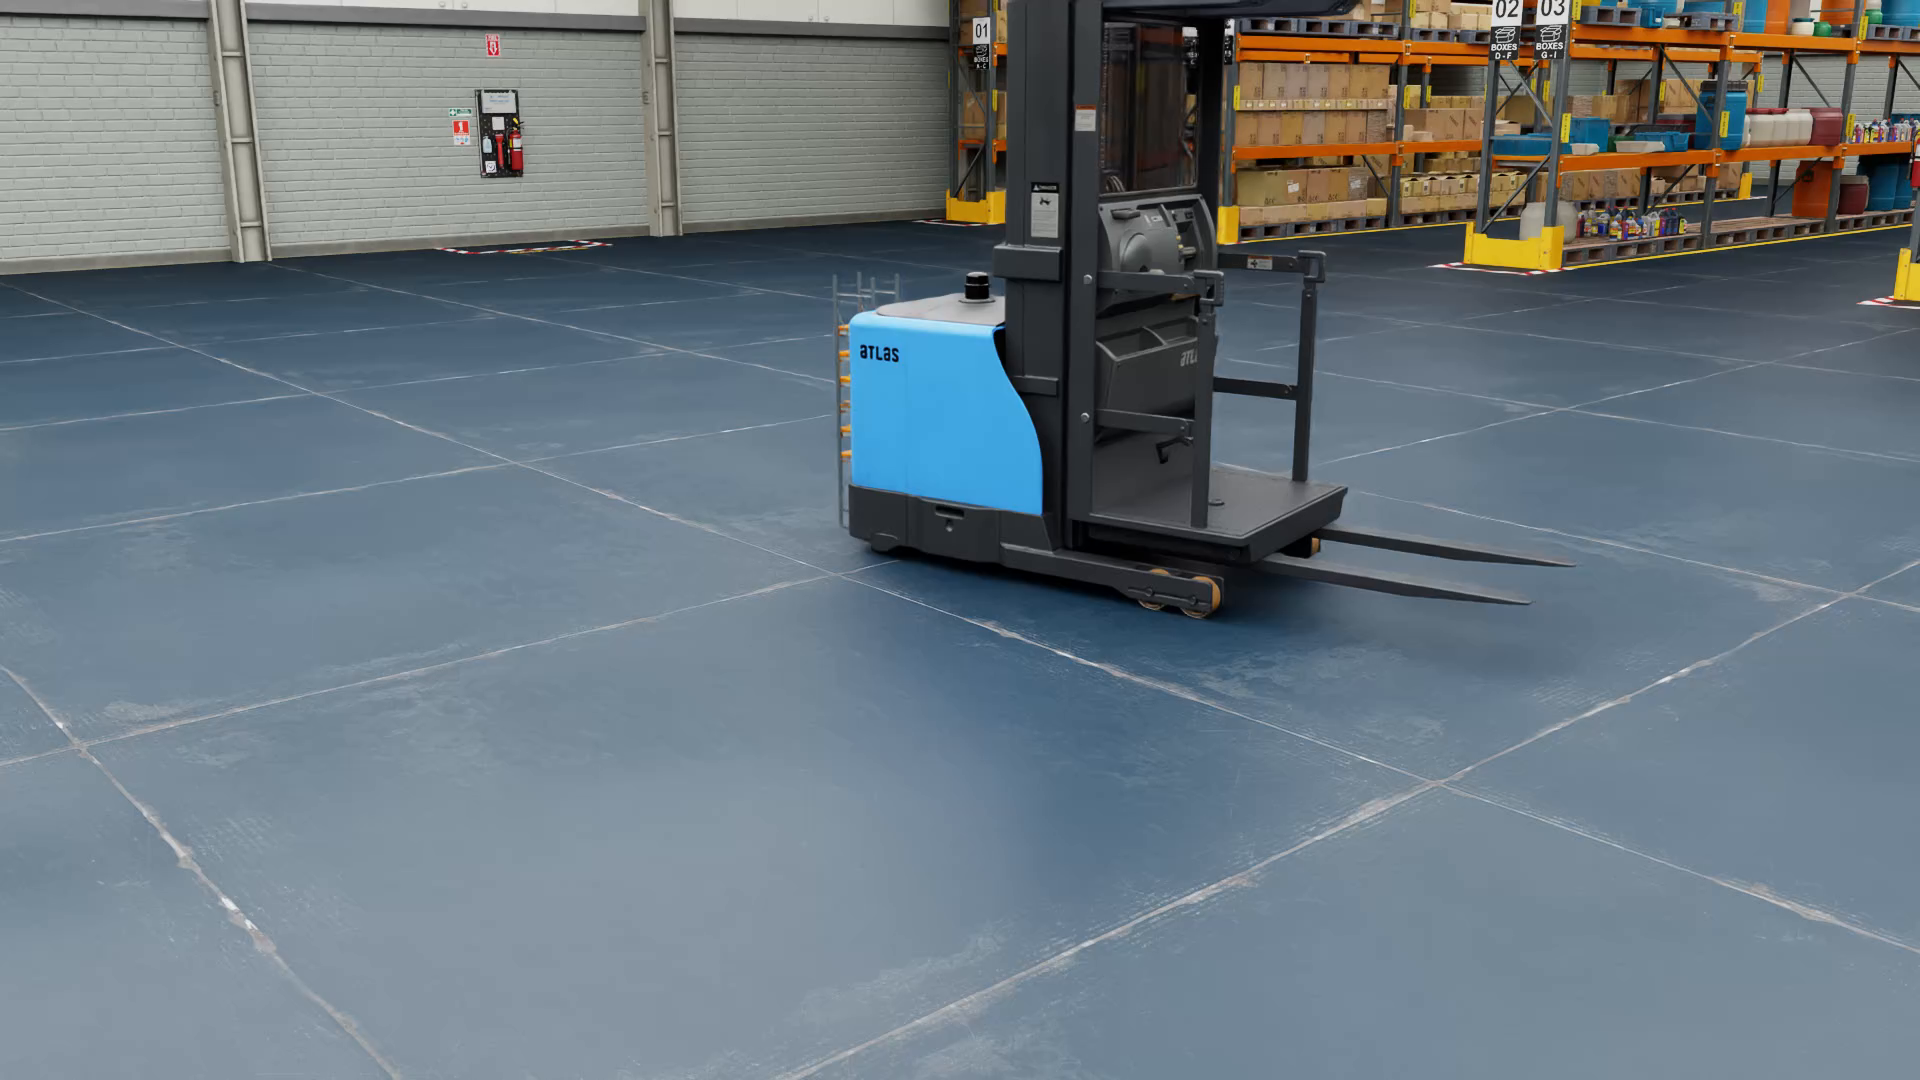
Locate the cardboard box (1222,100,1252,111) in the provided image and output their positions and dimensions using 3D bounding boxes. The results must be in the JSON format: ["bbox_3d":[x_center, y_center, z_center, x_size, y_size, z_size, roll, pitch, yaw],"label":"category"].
[{"bbox_3d":[3.890,-6.127,23.426,0.250,0.149,0.380,-13,20,-40],"label":"cardboard box"}]

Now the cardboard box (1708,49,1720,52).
[{"bbox_3d":[14.167,-9.439,31.751,0.500,0.250,0.500,-13,19,-39],"label":"cardboard box"}]

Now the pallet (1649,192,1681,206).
[{"bbox_3d":[13.024,-6.543,31.836,1.213,0.211,1.003,-13,19,-39],"label":"pallet"}]

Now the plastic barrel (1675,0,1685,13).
[{"bbox_3d":[9.265,-7.125,21.769,0.421,0.512,0.421,0,15,0],"label":"plastic barrel"}]

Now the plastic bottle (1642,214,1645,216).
[{"bbox_3d":[8.947,-4.117,21.762,0.133,0.283,0.061,-13,19,-39],"label":"plastic bottle"}]

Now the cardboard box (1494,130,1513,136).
[{"bbox_3d":[8.990,-6.769,27.765,0.250,0.149,0.380,-13,19,-39],"label":"cardboard box"}]

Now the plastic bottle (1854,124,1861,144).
[{"bbox_3d":[13.553,-6.132,25.121,0.133,0.283,0.061,-13,19,-39],"label":"plastic bottle"}]

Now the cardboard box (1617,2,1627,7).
[{"bbox_3d":[11.587,-9.334,29.868,0.600,0.600,0.600,-13,20,-40],"label":"cardboard box"}]

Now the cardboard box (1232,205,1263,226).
[{"bbox_3d":[4.003,-4.663,23.909,0.500,0.250,0.500,-13,19,-39],"label":"cardboard box"}]

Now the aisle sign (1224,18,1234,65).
[{"bbox_3d":[3.604,-6.926,22.830,0.004,0.787,0.394,-13,19,-39],"label":"aisle sign"}]

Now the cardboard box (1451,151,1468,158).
[{"bbox_3d":[10.654,-8.264,35.649,0.250,0.149,0.380,-13,20,-41],"label":"cardboard box"}]

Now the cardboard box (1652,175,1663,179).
[{"bbox_3d":[13.314,-6.966,32.375,0.500,0.311,0.500,-13,19,-39],"label":"cardboard box"}]

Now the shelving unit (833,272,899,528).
[{"bbox_3d":[-0.431,-0.647,7.844,0.258,1.200,0.189,10,18,33],"label":"shelving unit"}]

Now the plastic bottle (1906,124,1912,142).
[{"bbox_3d":[15.013,-6.472,26.408,0.135,0.276,0.152,-13,19,-39],"label":"plastic bottle"}]

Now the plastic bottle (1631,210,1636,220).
[{"bbox_3d":[9.191,-4.380,22.768,0.097,0.271,0.097,0,15,0],"label":"plastic bottle"}]

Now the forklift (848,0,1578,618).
[{"bbox_3d":[0.999,-1.261,6.793,3.031,2.935,1.130,10,18,33],"label":"forklift"}]

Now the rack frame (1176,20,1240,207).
[{"bbox_3d":[3.452,-5.741,23.431,0.127,3.000,1.000,-13,19,-39],"label":"rack frame"}]

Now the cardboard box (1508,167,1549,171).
[{"bbox_3d":[10.079,-6.678,29.476,0.500,0.250,0.500,-12,19,-37],"label":"cardboard box"}]

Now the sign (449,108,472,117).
[{"bbox_3d":[-6.733,-5.763,22.416,0.331,0.109,0.001,-13,19,-39],"label":"sign"}]

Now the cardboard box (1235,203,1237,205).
[{"bbox_3d":[4.032,-4.851,24.613,0.500,0.250,0.500,-13,19,-39],"label":"cardboard box"}]

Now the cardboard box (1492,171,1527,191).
[{"bbox_3d":[9.254,-6.105,28.221,0.500,0.311,0.500,-12,19,-38],"label":"cardboard box"}]

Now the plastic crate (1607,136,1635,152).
[{"bbox_3d":[8.509,-5.176,21.727,0.662,0.188,0.450,-13,19,-39],"label":"plastic crate"}]

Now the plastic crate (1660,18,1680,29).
[{"bbox_3d":[8.773,-6.425,20.689,0.396,0.136,0.243,-13,19,-39],"label":"plastic crate"}]

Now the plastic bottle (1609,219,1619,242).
[{"bbox_3d":[8.273,-3.917,21.036,0.097,0.271,0.097,0,15,0],"label":"plastic bottle"}]

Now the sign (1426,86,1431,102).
[{"bbox_3d":[9.614,-9.155,34.121,0.005,0.325,0.100,-13,19,-39],"label":"sign"}]

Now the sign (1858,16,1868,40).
[{"bbox_3d":[13.103,-7.424,24.122,0.005,0.325,0.100,-13,19,-39],"label":"sign"}]

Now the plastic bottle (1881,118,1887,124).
[{"bbox_3d":[15.245,-6.782,27.422,0.185,0.351,0.144,-13,19,-39],"label":"plastic bottle"}]

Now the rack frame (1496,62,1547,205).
[{"bbox_3d":[9.487,-7.096,28.504,0.127,3.000,1.000,-13,19,-39],"label":"rack frame"}]

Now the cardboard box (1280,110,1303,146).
[{"bbox_3d":[4.584,-6.039,24.352,0.500,0.500,0.700,-12,19,-39],"label":"cardboard box"}]

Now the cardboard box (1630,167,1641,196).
[{"bbox_3d":[12.321,-6.639,30.785,0.500,0.500,0.500,-13,20,-40],"label":"cardboard box"}]

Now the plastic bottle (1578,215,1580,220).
[{"bbox_3d":[8.007,-4.107,21.737,0.135,0.276,0.152,-12,19,-39],"label":"plastic bottle"}]

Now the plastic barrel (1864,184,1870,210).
[{"bbox_3d":[14.313,-5.523,26.621,0.421,0.512,0.421,0,15,0],"label":"plastic barrel"}]

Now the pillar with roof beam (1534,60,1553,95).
[{"bbox_3d":[16.563,-12.101,35.617,0.400,9.000,9.100,-13,19,-39],"label":"pillar with roof beam"}]

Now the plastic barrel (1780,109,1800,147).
[{"bbox_3d":[11.783,-5.898,23.802,0.421,0.512,0.421,0,15,0],"label":"plastic barrel"}]

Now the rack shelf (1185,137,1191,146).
[{"bbox_3d":[4.724,-7.374,30.937,4.000,0.370,1.077,-13,19,-39],"label":"rack shelf"}]

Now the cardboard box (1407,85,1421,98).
[{"bbox_3d":[9.066,-9.173,34.016,0.500,0.250,0.500,-12,19,-38],"label":"cardboard box"}]

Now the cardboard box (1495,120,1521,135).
[{"bbox_3d":[9.184,-7.000,28.317,0.500,0.311,0.500,-11,19,-36],"label":"cardboard box"}]

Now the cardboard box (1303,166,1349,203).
[{"bbox_3d":[5.504,-5.366,25.089,0.500,0.500,0.500,-13,19,-39],"label":"cardboard box"}]

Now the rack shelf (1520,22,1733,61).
[{"bbox_3d":[8.210,-6.217,20.792,4.000,0.370,1.077,-13,19,-39],"label":"rack shelf"}]

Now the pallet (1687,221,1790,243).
[{"bbox_3d":[11.206,-4.455,24.019,1.213,0.211,1.003,-13,19,-39],"label":"pallet"}]

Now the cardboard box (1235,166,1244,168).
[{"bbox_3d":[4.903,-6.779,31.306,0.500,0.500,0.700,-13,20,-40],"label":"cardboard box"}]

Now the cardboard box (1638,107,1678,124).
[{"bbox_3d":[13.068,-7.856,31.153,0.500,0.500,0.500,-12,19,-38],"label":"cardboard box"}]

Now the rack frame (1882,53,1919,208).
[{"bbox_3d":[15.754,-6.809,27.429,0.127,3.000,1.000,-13,19,-39],"label":"rack frame"}]

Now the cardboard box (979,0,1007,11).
[{"bbox_3d":[0.648,-8.713,26.574,0.500,0.500,0.500,14,21,43],"label":"cardboard box"}]

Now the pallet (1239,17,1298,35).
[{"bbox_3d":[4.003,-7.262,23.485,1.213,0.211,1.003,-13,19,-39],"label":"pallet"}]

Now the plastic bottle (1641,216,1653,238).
[{"bbox_3d":[8.908,-4.071,21.604,0.135,0.276,0.152,-12,19,-38],"label":"plastic bottle"}]

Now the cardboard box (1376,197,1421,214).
[{"bbox_3d":[6.937,-5.313,26.343,0.500,0.250,0.500,-13,20,-41],"label":"cardboard box"}]

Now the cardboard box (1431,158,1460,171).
[{"bbox_3d":[10.263,-7.924,35.633,0.500,0.500,0.700,-13,20,-40],"label":"cardboard box"}]

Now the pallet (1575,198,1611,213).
[{"bbox_3d":[10.995,-6.074,30.080,1.213,0.211,1.003,-13,19,-39],"label":"pallet"}]

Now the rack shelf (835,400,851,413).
[{"bbox_3d":[-0.431,-0.604,7.855,0.258,0.103,0.180,10,18,33],"label":"rack shelf"}]

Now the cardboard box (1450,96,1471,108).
[{"bbox_3d":[10.225,-9.094,35.401,0.700,0.700,0.980,-13,20,-41],"label":"cardboard box"}]

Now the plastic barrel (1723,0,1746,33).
[{"bbox_3d":[10.453,-7.384,22.799,0.600,0.901,0.600,0,15,0],"label":"plastic barrel"}]

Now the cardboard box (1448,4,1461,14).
[{"bbox_3d":[9.972,-10.794,34.365,0.500,0.500,0.500,-13,20,-40],"label":"cardboard box"}]

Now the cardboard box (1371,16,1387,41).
[{"bbox_3d":[8.137,-10.213,33.314,0.500,0.500,0.700,-13,20,-40],"label":"cardboard box"}]

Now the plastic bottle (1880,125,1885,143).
[{"bbox_3d":[14.252,-6.290,25.733,0.097,0.271,0.097,0,15,0],"label":"plastic bottle"}]

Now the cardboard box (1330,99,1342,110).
[{"bbox_3d":[5.447,-6.478,24.738,0.250,0.149,0.380,-12,19,-38],"label":"cardboard box"}]
